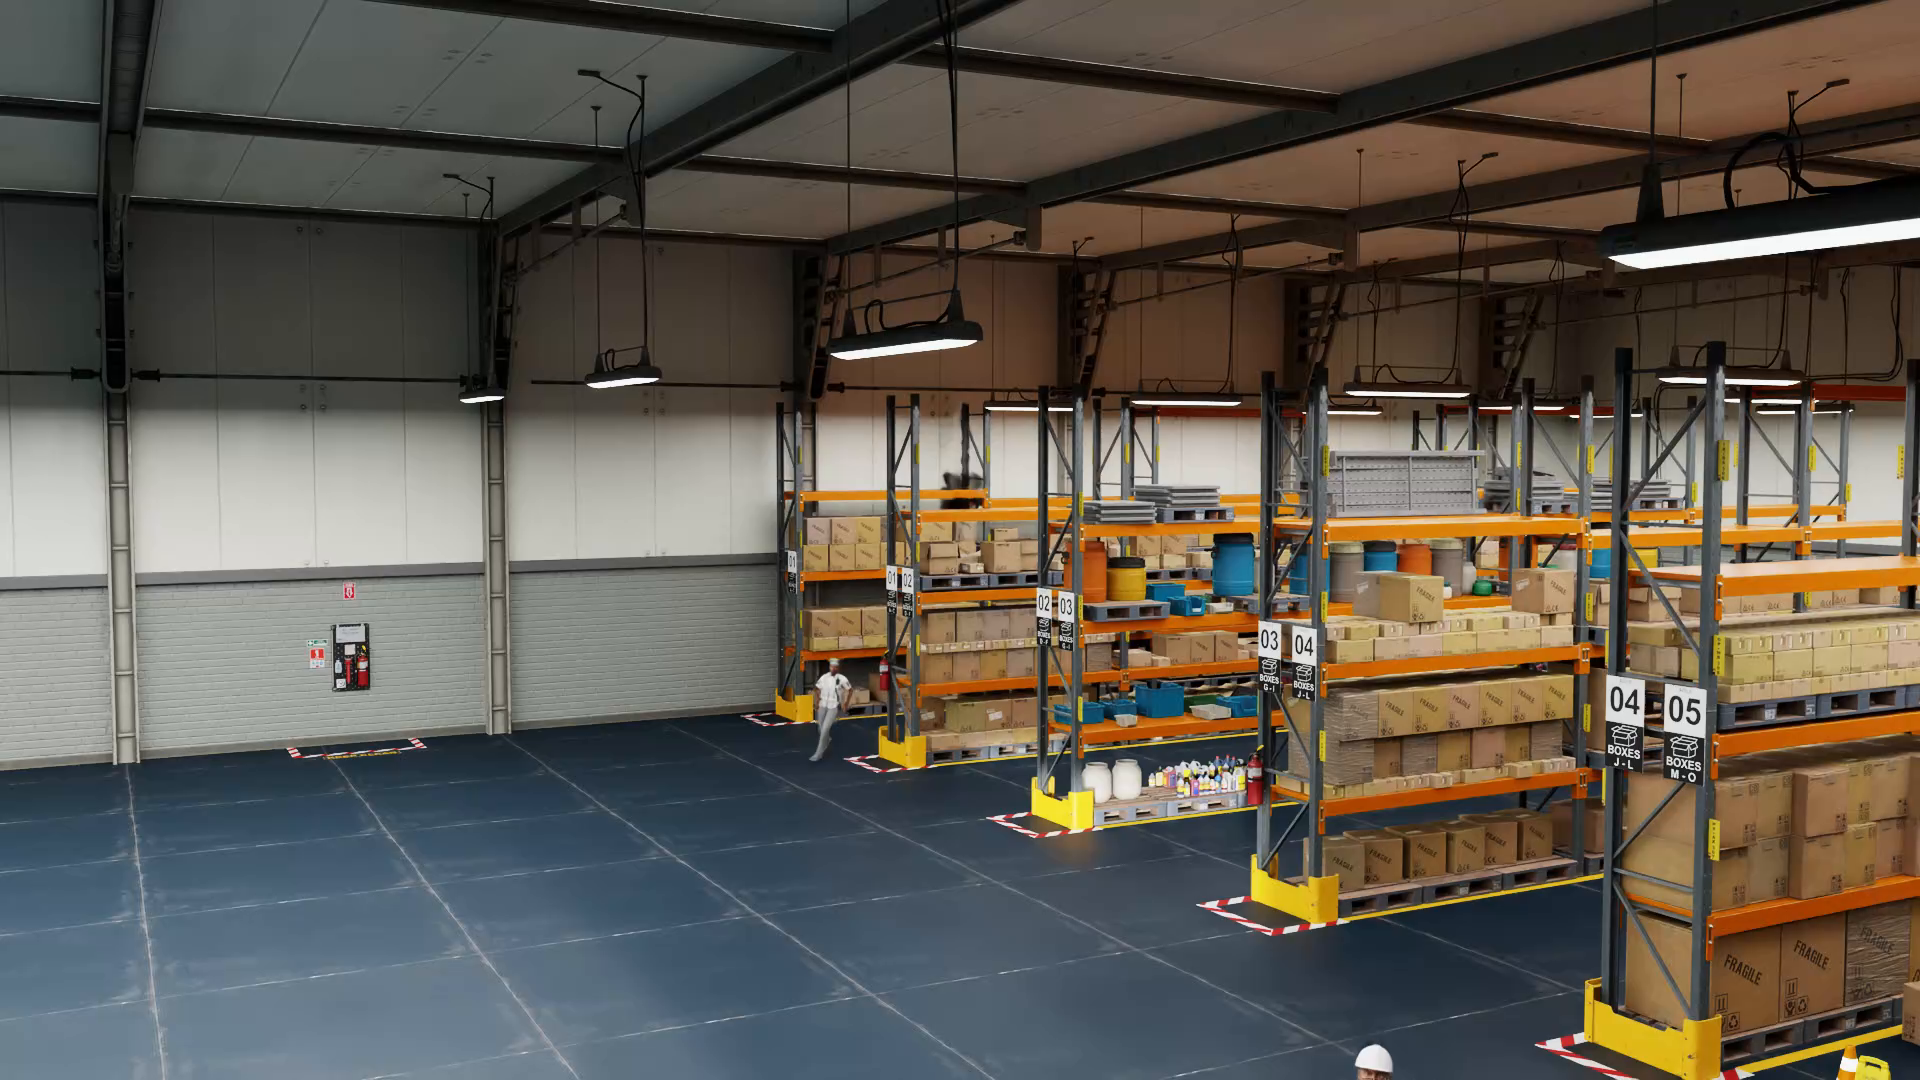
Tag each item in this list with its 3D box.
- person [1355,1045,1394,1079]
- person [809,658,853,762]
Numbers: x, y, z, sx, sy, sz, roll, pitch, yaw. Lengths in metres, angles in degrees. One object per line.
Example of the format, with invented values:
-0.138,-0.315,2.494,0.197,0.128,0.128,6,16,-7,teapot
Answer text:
2.360,3.740,9.562,0.707,1.770,0.991,1,3,16,person
-2.138,2.768,27.443,0.655,1.658,0.922,1,3,18,person
